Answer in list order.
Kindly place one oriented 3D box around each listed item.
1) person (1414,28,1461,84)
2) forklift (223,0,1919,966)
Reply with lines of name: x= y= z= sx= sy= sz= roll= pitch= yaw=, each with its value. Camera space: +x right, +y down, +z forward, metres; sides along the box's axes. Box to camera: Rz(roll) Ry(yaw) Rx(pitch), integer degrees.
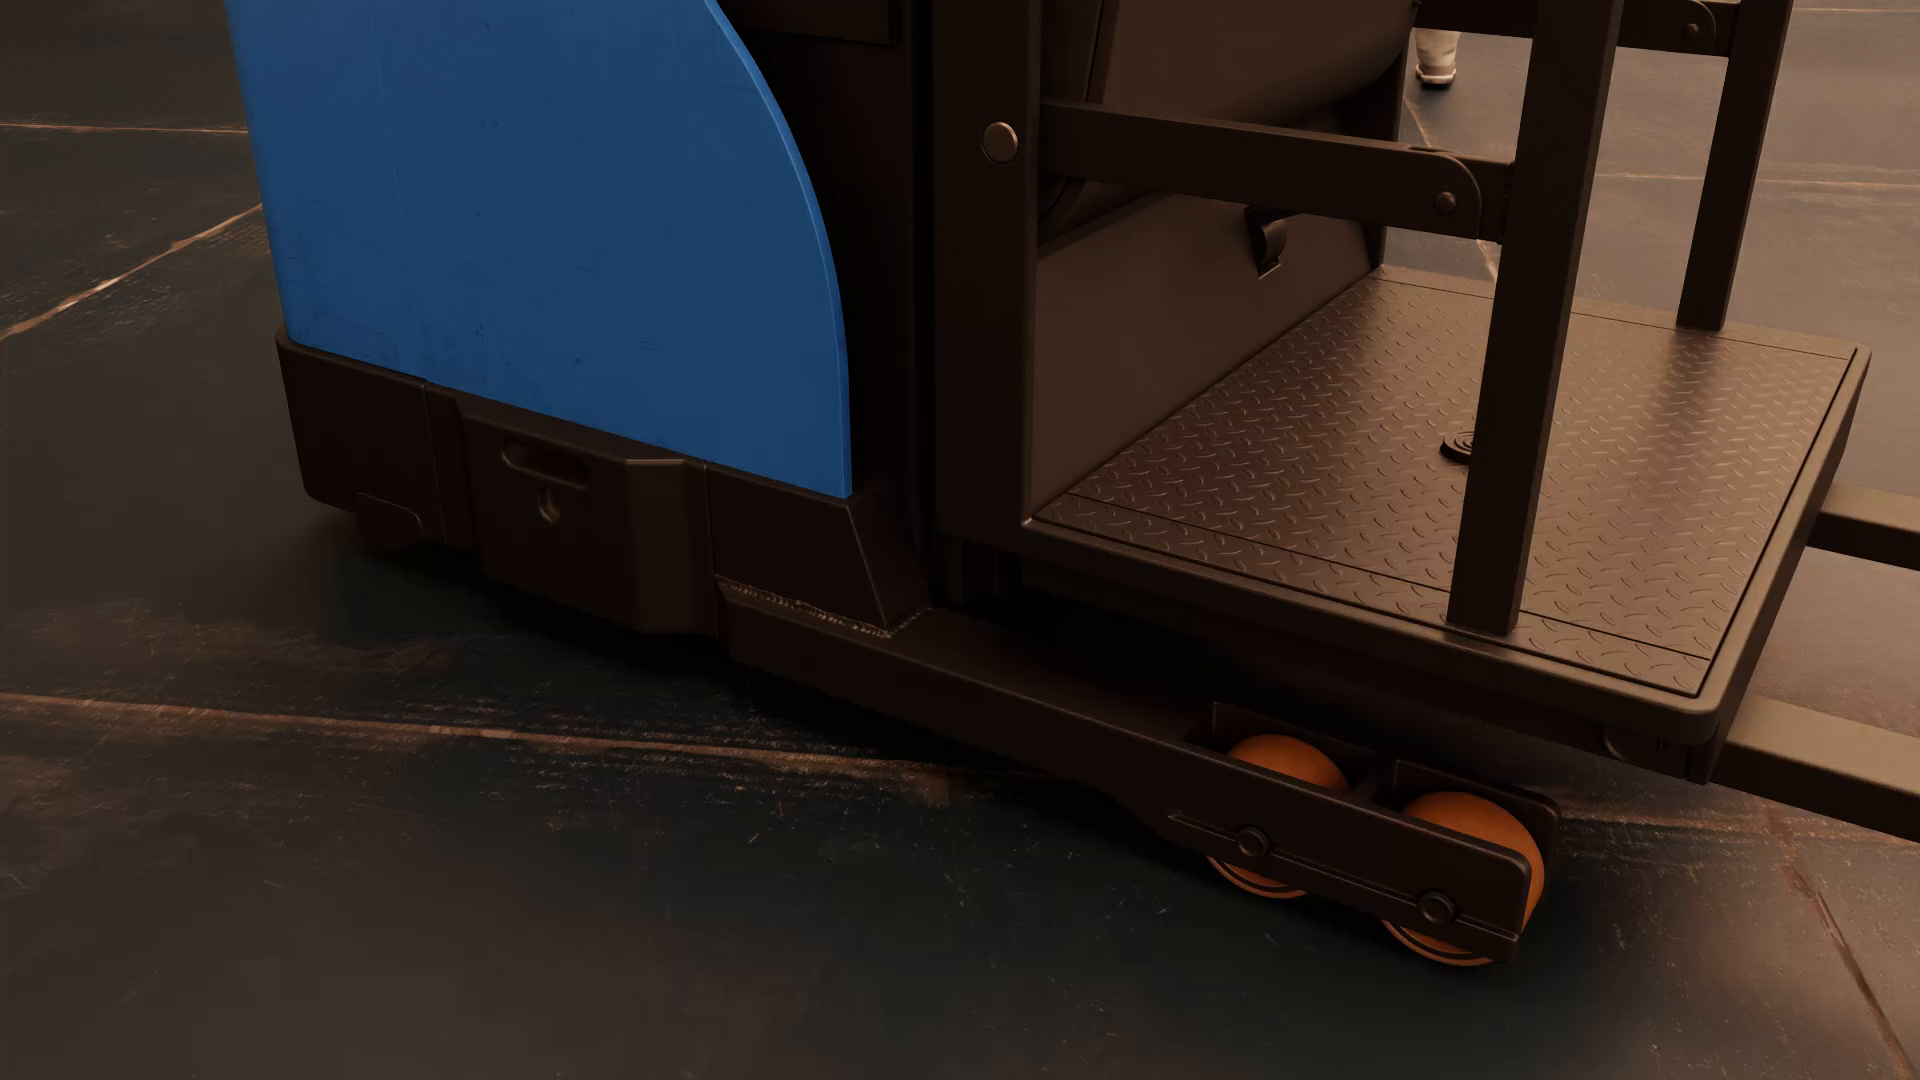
person: x=1.356 y=-2.296 z=5.091 sx=0.640 sy=1.780 sz=0.575 roll=1 pitch=27 yaw=1
forklift: x=0.525 y=-1.161 z=1.544 sx=3.031 sy=2.935 sz=1.130 roll=16 pitch=31 yaw=29
